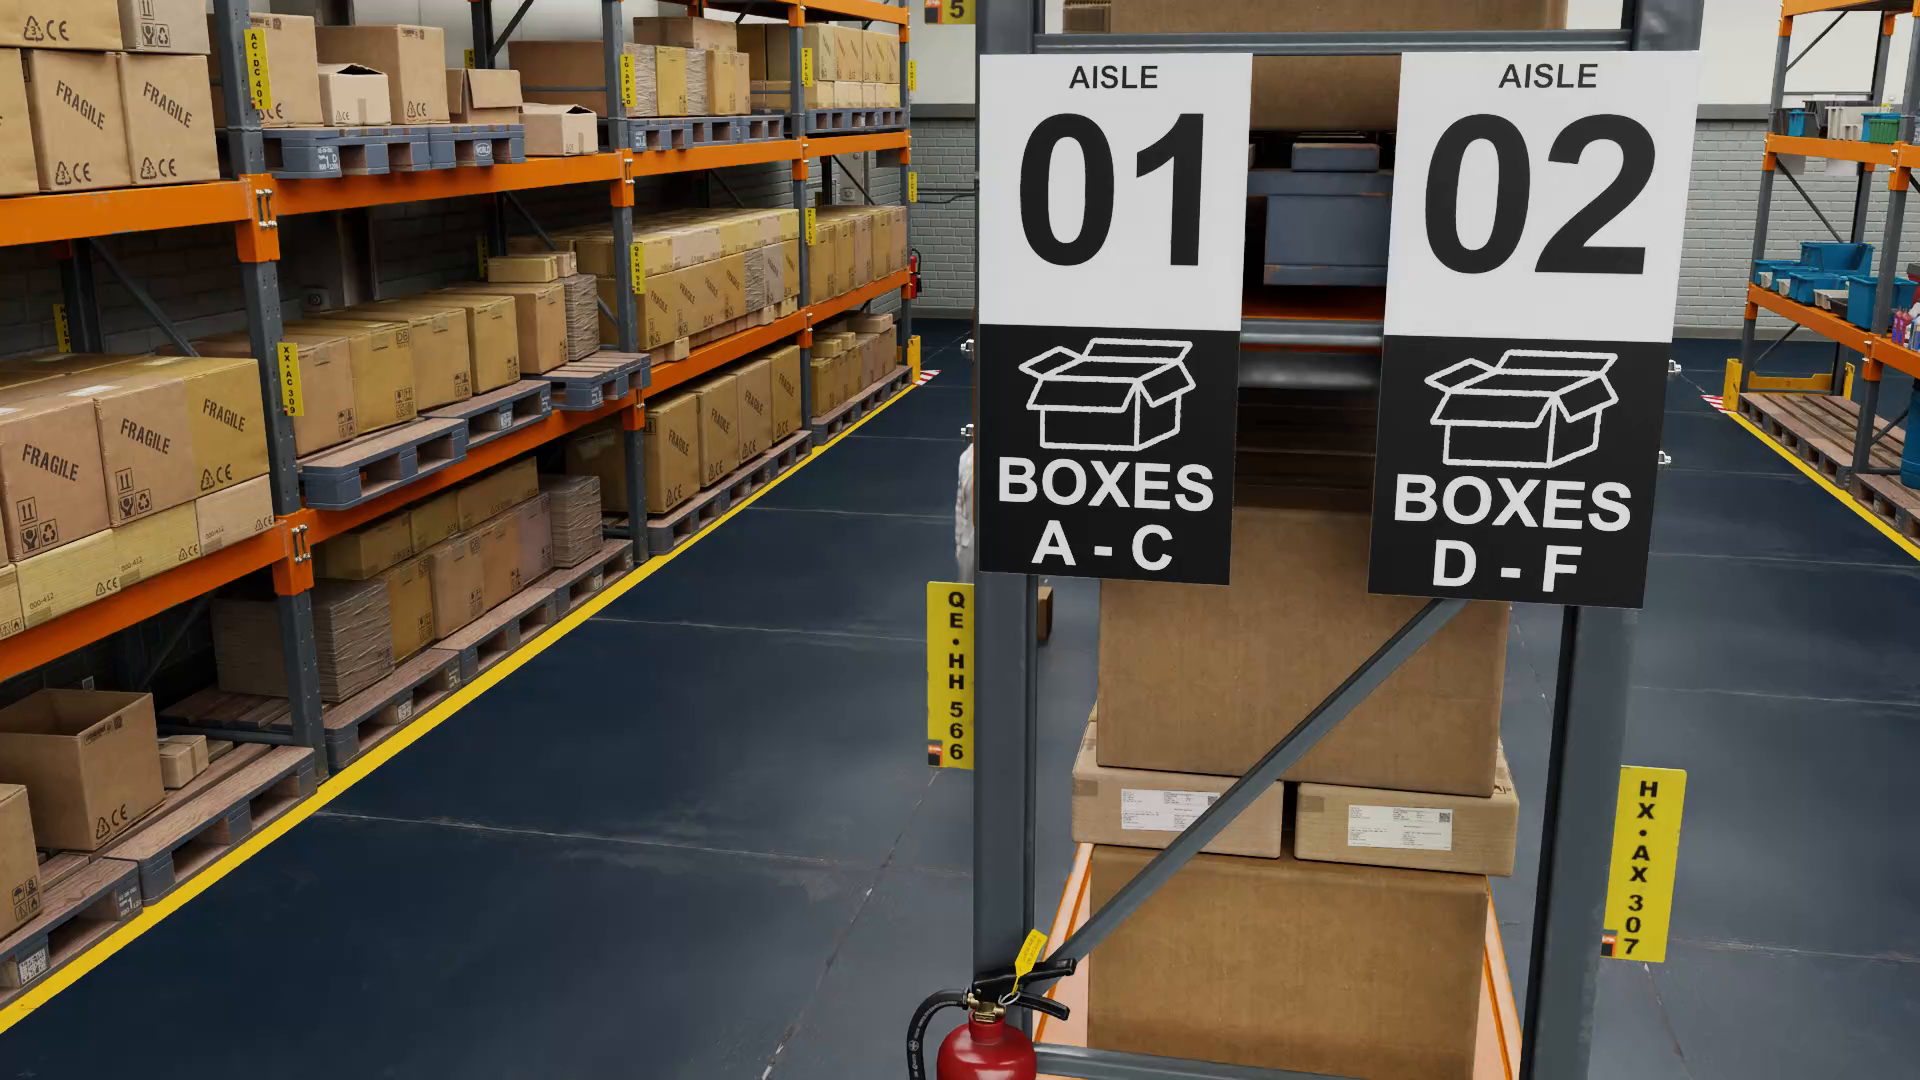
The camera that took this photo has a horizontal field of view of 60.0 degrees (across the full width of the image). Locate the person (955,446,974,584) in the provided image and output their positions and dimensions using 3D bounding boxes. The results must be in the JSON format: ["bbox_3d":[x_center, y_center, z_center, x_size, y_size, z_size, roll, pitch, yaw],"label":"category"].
[{"bbox_3d":[0.199,0.084,8.714,0.508,1.714,0.578,4,15,14],"label":"person"}]
